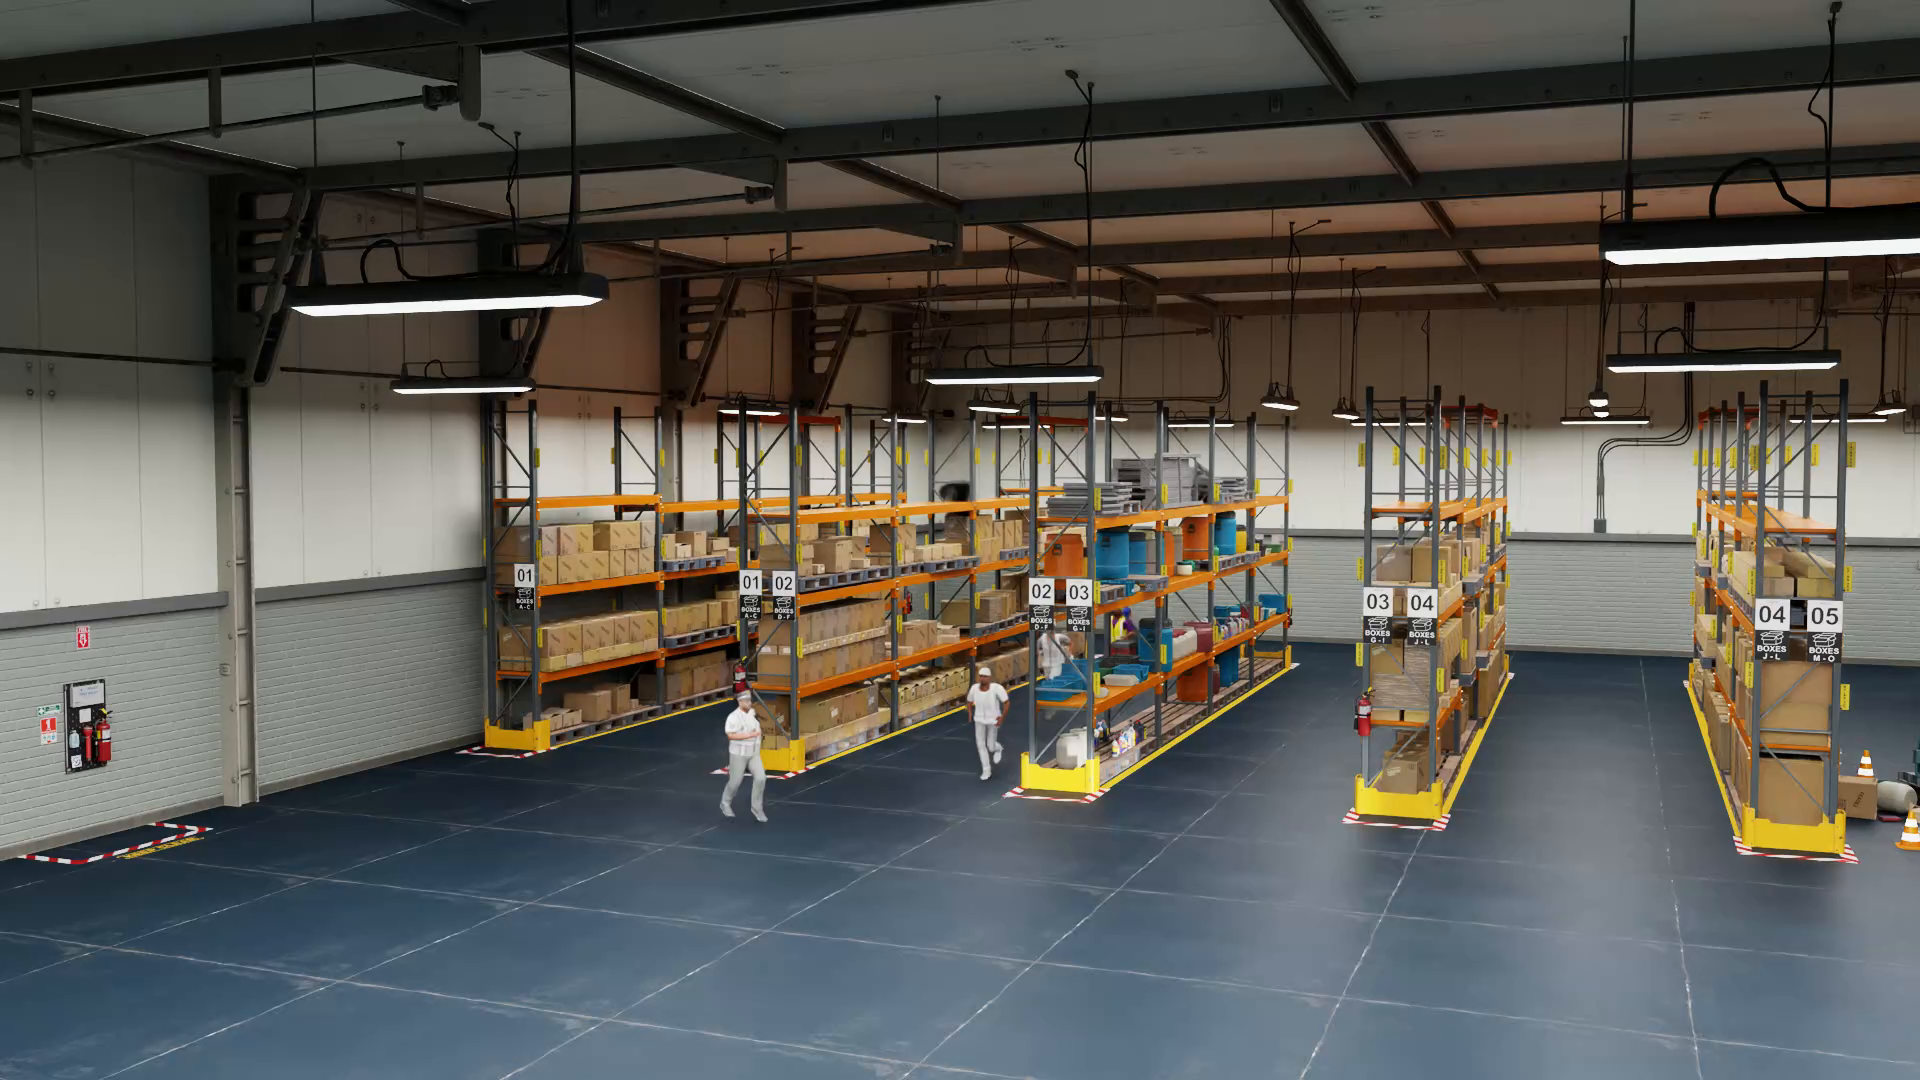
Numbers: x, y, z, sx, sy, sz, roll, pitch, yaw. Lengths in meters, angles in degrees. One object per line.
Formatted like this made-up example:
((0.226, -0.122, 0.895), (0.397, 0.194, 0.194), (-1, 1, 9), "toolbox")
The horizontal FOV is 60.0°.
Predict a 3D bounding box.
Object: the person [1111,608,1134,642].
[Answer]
((3.224, 2.177, 34.246), (0.709, 1.769, 0.547), (1, 3, 28), "person")

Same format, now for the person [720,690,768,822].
((-2.996, 2.984, 22.972), (0.810, 1.857, 0.678), (2, 4, 41), "person")

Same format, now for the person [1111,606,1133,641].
((4.103, 2.145, 42.085), (0.655, 1.572, 0.775), (-2, 3, -30), "person")

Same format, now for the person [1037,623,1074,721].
((1.725, 2.384, 30.744), (0.693, 1.818, 0.854), (1, 3, 22), "person")

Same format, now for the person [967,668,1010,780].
((0.437, 2.860, 26.225), (0.714, 1.735, 0.814), (1, 3, 16), "person")
